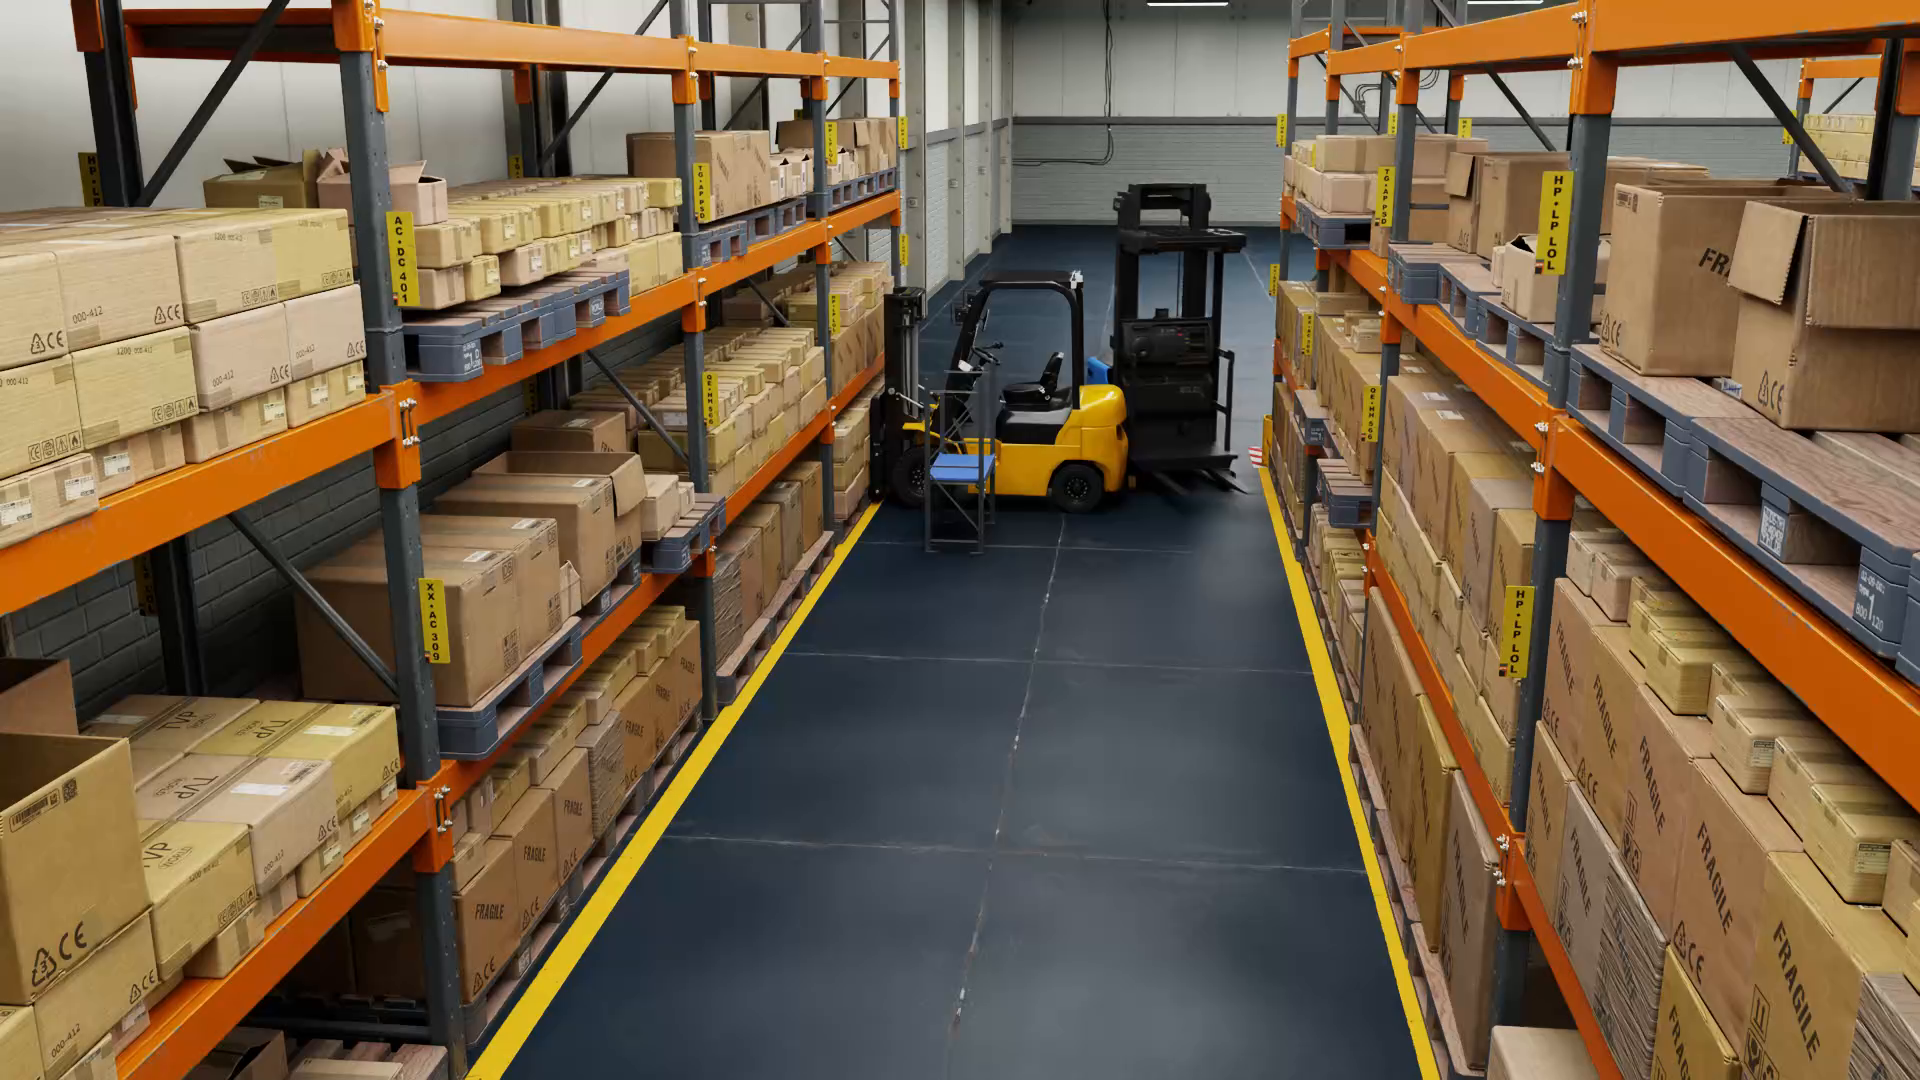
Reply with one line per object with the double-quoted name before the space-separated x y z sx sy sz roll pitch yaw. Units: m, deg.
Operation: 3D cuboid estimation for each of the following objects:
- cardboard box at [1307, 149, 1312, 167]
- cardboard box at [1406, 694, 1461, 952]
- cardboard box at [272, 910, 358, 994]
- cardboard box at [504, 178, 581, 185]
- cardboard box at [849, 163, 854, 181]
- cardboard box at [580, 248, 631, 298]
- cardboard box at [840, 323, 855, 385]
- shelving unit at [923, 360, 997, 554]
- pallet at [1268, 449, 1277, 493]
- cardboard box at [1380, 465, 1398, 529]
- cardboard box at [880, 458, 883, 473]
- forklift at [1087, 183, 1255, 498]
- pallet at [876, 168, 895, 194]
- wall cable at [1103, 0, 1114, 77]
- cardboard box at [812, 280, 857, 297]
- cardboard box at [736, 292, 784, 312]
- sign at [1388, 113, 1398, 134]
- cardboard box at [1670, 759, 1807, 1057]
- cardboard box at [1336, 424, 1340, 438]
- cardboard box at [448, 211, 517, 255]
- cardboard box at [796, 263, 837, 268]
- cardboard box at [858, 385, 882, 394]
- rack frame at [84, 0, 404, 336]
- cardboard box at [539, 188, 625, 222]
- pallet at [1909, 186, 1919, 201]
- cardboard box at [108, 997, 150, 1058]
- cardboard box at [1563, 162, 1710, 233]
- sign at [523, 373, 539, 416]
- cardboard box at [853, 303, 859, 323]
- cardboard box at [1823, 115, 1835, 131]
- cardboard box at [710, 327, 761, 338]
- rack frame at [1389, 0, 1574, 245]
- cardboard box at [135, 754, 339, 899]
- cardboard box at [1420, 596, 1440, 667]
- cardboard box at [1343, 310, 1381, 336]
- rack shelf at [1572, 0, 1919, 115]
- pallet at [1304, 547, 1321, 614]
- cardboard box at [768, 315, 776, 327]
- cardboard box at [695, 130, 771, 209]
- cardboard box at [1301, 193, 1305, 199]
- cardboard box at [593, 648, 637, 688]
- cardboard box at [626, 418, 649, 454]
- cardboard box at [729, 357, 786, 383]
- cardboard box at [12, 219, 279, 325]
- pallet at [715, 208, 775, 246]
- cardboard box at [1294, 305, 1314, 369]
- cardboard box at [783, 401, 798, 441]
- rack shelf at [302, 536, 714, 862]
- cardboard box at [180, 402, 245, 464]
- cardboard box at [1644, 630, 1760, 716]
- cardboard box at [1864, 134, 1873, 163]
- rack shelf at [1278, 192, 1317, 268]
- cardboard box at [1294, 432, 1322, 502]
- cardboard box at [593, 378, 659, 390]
"cardboard box" 3.138 -3.232 14.074 0.380 0.149 0.250 2 15 8
"cardboard box" 2.530 1.274 7.468 0.875 0.875 0.875 2 15 8
"cardboard box" -2.725 1.572 7.087 0.500 0.500 0.500 2 15 6
"cardboard box" -2.352 -1.958 9.363 0.380 0.149 0.250 1 15 4
"cardboard box" -1.145 -3.255 14.693 0.380 0.149 0.250 2 15 8
"cardboard box" -1.964 -1.309 8.296 0.500 0.250 0.500 2 15 6
"cardboard box" -1.232 -1.662 14.871 0.500 0.500 0.500 2 15 7
"shelving unit" 0.010 -0.746 14.548 0.538 1.500 1.048 2 15 6
"pallet" 3.665 -0.688 16.801 1.003 0.211 1.213 2 15 6
"cardboard box" 2.595 -0.233 9.107 0.500 0.250 0.500 2 15 6
"cardboard box" -1.039 -0.759 16.186 0.500 0.250 0.500 2 15 8
"forklift" 2.126 -2.000 16.444 1.130 2.935 3.031 -3 15 -10
"pallet" -1.238 -3.631 16.767 1.003 0.211 1.213 2 15 6
"wall cable" 5.613 -14.516 47.377 3.097 2.526 0.112 2 15 6
"cardboard box" -1.176 -2.351 15.608 0.380 0.149 0.250 2 15 6
"cardboard box" -1.762 -2.101 14.680 0.380 0.149 0.250 2 15 6
"sign" 4.349 -4.117 16.698 0.100 0.325 0.005 2 15 6
"cardboard box" 1.960 0.829 3.744 0.500 0.500 0.500 2 15 6
"cardboard box" 2.797 -0.766 11.425 0.380 0.149 0.250 1 15 4
"cardboard box" -1.987 -1.218 6.588 0.380 0.149 0.250 1 15 5
"cardboard box" -1.475 -2.765 17.139 0.380 0.149 0.250 2 15 8
"cardboard box" -0.973 -1.374 16.545 0.500 0.250 0.500 2 15 7
"rack frame" -2.487 -2.192 5.529 1.000 3.000 0.127 2 15 6
"cardboard box" -1.900 -1.676 8.322 0.380 0.149 0.250 1 15 5
"pallet" 8.381 -2.723 13.410 1.003 0.211 1.213 2 15 6
"cardboard box" -2.463 1.315 4.534 0.380 0.149 0.250 2 15 6
"cardboard box" 2.986 -1.422 7.430 0.500 0.500 0.500 2 15 7
"sign" -2.587 -0.908 10.055 0.100 0.325 0.005 2 15 6
"cardboard box" -1.125 -2.073 15.146 0.380 0.149 0.250 2 15 6
"cardboard box" 8.318 -3.898 15.541 0.380 0.149 0.250 1 15 5
"cardboard box" -1.837 -1.648 13.574 0.380 0.149 0.250 1 15 5
"rack frame" 2.897 -3.084 8.829 1.000 3.000 0.127 2 15 6
"cardboard box" -2.343 0.902 5.296 0.500 0.250 0.500 2 15 6
"cardboard box" 2.434 0.401 7.719 0.500 0.250 0.500 2 15 6
"cardboard box" 2.924 -1.537 11.791 0.380 0.149 0.250 3 15 9
"rack shelf" 2.220 -0.988 3.220 1.077 0.370 4.000 2 15 6
"pallet" 3.262 0.322 13.066 1.003 0.211 1.213 2 15 6
"cardboard box" -1.809 -1.889 14.468 0.380 0.149 0.250 1 15 5
"cardboard box" -1.597 -2.525 11.321 0.500 0.500 0.500 2 15 8
"cardboard box" 3.309 -3.109 15.147 0.380 0.149 0.250 1 15 5
"cardboard box" -1.988 0.699 9.073 0.380 0.149 0.250 2 15 8
"cardboard box" -2.261 -0.627 10.564 0.500 0.250 0.500 2 15 8
"cardboard box" -1.470 -1.234 12.044 0.380 0.149 0.250 1 15 5
"cardboard box" -2.353 -0.787 4.838 0.500 0.250 0.500 1 15 5
"pallet" -1.924 -2.159 11.516 1.003 0.211 1.213 2 15 9
"cardboard box" 3.257 -1.809 14.842 0.500 0.500 0.500 2 15 8
"cardboard box" -1.519 -0.902 12.537 0.500 0.250 0.500 2 15 7
"rack shelf" -2.261 0.532 8.324 1.077 0.370 4.000 2 15 6
"cardboard box" -2.336 -0.324 4.850 0.380 0.149 0.250 2 15 6
"cardboard box" 2.005 0.345 4.292 0.380 0.149 0.250 1 15 5
"cardboard box" 8.250 -3.403 14.477 0.500 0.250 0.500 2 15 6
"rack shelf" 3.574 -2.845 15.069 1.077 0.370 4.000 2 15 6
"cardboard box" 3.149 -0.624 14.251 0.500 0.500 0.500 1 15 5
"cardboard box" -2.233 -0.987 11.133 0.380 0.149 0.250 1 15 5
